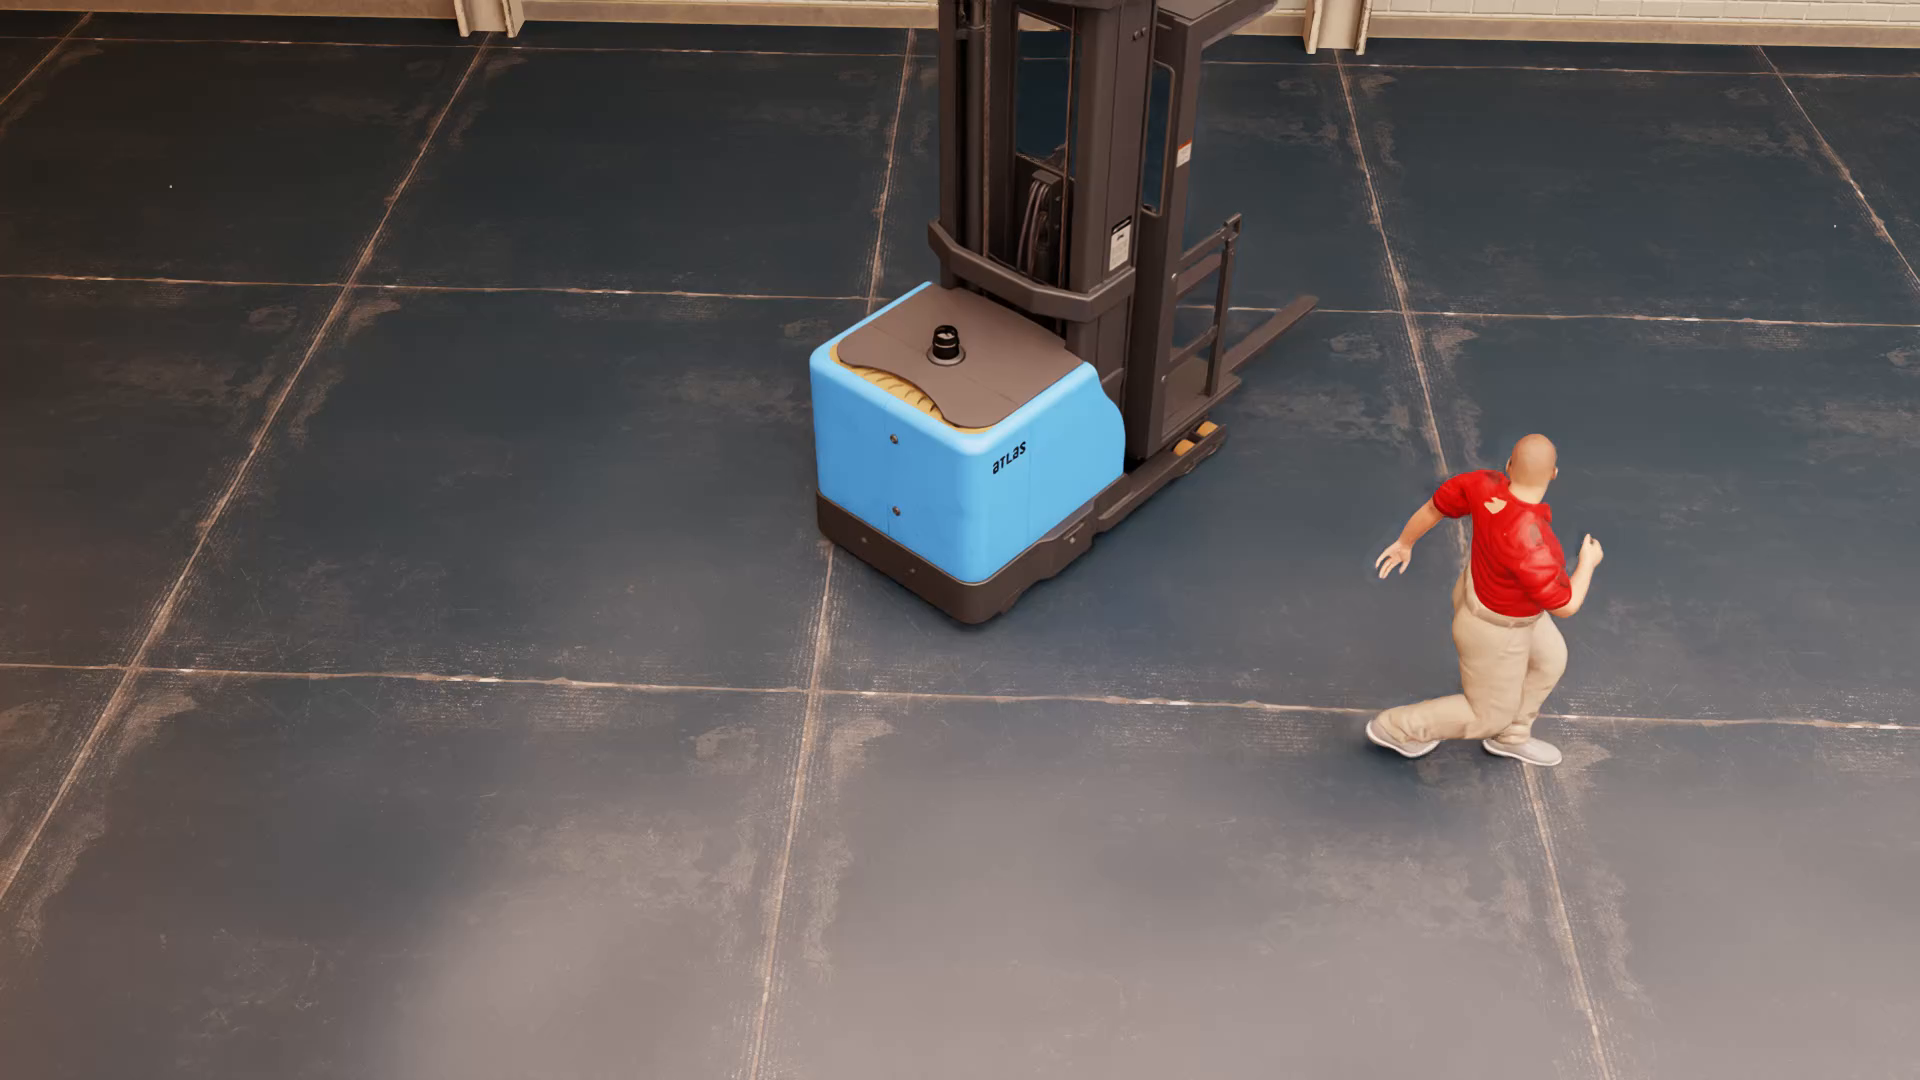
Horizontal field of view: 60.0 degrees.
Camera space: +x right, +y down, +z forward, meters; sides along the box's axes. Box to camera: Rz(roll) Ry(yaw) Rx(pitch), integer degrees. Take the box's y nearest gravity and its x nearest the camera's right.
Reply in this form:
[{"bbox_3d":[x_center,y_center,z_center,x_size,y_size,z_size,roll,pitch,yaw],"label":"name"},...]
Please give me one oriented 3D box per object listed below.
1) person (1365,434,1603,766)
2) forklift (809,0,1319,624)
[{"bbox_3d":[2.067,0.270,6.428,0.886,1.648,0.583,7,43,7],"label":"person"},{"bbox_3d":[0.687,-1.622,7.519,1.130,2.935,3.031,31,51,30],"label":"forklift"}]
